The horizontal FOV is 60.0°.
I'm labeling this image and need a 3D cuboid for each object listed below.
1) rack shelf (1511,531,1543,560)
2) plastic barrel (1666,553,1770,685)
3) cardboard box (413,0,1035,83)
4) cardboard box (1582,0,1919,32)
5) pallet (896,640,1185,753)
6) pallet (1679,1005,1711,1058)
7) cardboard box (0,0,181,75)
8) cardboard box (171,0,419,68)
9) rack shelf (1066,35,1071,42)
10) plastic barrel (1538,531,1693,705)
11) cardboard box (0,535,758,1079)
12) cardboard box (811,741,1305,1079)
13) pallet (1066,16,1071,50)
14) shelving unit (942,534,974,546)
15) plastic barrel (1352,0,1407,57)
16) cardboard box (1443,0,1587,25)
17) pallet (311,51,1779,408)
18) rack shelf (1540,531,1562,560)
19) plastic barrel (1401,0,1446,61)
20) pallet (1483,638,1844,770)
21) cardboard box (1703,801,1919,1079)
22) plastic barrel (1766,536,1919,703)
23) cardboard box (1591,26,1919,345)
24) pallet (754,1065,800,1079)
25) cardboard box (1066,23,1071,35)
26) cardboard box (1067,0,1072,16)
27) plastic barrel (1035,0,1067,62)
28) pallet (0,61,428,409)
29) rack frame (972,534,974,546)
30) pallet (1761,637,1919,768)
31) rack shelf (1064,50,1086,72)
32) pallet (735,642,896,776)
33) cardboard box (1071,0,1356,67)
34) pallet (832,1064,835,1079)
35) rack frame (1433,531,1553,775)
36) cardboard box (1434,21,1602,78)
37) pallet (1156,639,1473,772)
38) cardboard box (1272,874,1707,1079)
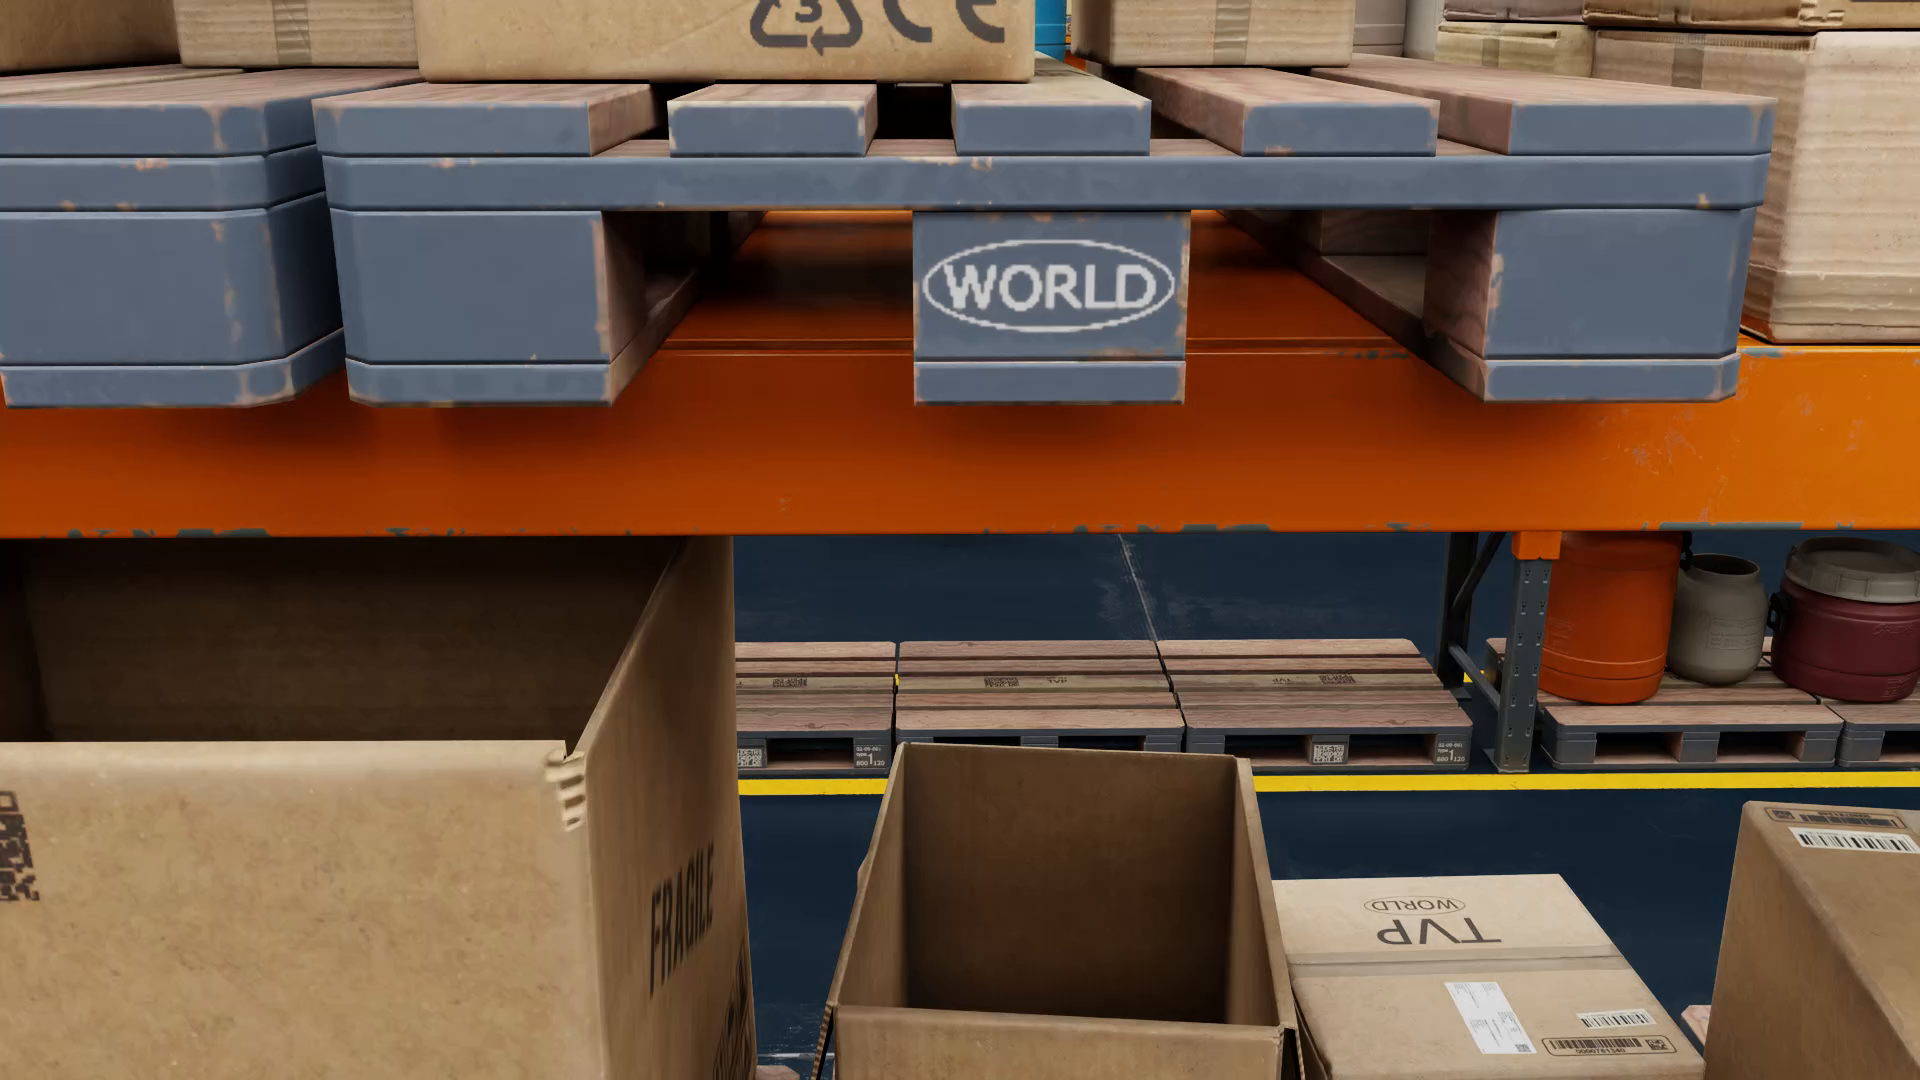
[{"bbox_3d":[0.318,-0.244,7.075,4.000,0.370,1.077,0,18,-1],"label":"rack shelf"},{"bbox_3d":[3.370,0.351,7.428,0.421,0.512,0.421,0,18,0],"label":"plastic barrel"},{"bbox_3d":[-0.190,-0.718,1.609,0.637,0.503,0.797,0,18,1],"label":"cardboard box"},{"bbox_3d":[0.915,-0.715,1.474,0.500,0.500,0.500,0,18,0],"label":"cardboard box"},{"bbox_3d":[0.326,0.729,7.431,1.213,0.211,1.003,0,18,-1],"label":"pallet"},{"bbox_3d":[1.685,1.044,2.197,1.003,0.211,1.213,0,18,-1],"label":"pallet"},{"bbox_3d":[-1.132,-0.714,1.594,0.637,0.503,0.797,-1,18,-4],"label":"cardboard box"},{"bbox_3d":[-0.665,-0.664,1.827,0.258,0.266,0.396,0,18,1],"label":"cardboard box"},{"bbox_3d":[0.162,-4.698,16.049,4.000,0.370,1.077,0,18,-1],"label":"rack shelf"},{"bbox_3d":[2.807,0.230,7.286,0.708,0.830,0.600,0,18,-1],"label":"plastic barrel"},{"bbox_3d":[-0.807,0.489,1.942,1.000,1.000,1.000,0,18,0],"label":"cardboard box"},{"bbox_3d":[0.128,0.650,2.254,0.637,0.503,0.797,2,18,5],"label":"cardboard box"},{"bbox_3d":[0.448,-3.411,11.167,1.213,0.211,1.003,1,18,2],"label":"pallet"},{"bbox_3d":[-0.014,-0.571,9.864,0.189,1.200,0.258,0,18,-1],"label":"shelving unit"},{"bbox_3d":[1.493,-2.325,6.655,0.600,0.901,0.600,0,18,0],"label":"plastic barrel"},{"bbox_3d":[0.912,-0.868,1.949,0.500,0.500,0.500,-1,18,-2],"label":"cardboard box"},{"bbox_3d":[0.052,-0.379,1.716,1.003,0.211,1.213,0,18,-1],"label":"pallet"},{"bbox_3d":[4.317,-0.263,7.135,4.000,0.370,1.077,0,18,-1],"label":"rack shelf"},{"bbox_3d":[2.002,-2.170,6.807,0.421,0.512,0.421,0,18,0],"label":"plastic barrel"},{"bbox_3d":[3.105,0.715,7.473,1.213,0.211,1.003,0,18,-1],"label":"pallet"},{"bbox_3d":[1.300,0.717,2.050,0.500,0.500,0.700,2,18,7],"label":"cardboard box"},{"bbox_3d":[3.936,0.339,7.340,0.708,0.588,0.600,0,18,-1],"label":"plastic barrel"},{"bbox_3d":[0.926,-0.355,1.578,0.500,0.250,0.500,0,18,1],"label":"cardboard box"},{"bbox_3d":[-0.837,1.068,2.122,1.213,0.211,1.003,0,18,-1],"label":"pallet"},{"bbox_3d":[0.864,-5.131,16.019,0.637,0.503,0.797,2,18,7],"label":"cardboard box"},{"bbox_3d":[0.694,-3.639,11.129,0.500,0.250,0.500,-1,18,-2],"label":"cardboard box"},{"bbox_3d":[0.131,-2.319,6.634,0.708,0.901,0.600,0,18,-1],"label":"plastic barrel"},{"bbox_3d":[-0.985,-0.373,1.698,1.003,0.211,1.213,0,18,-1],"label":"pallet"},{"bbox_3d":[0.077,-0.572,9.865,0.006,1.200,0.240,0,18,-1],"label":"rack frame"},{"bbox_3d":[4.322,0.710,7.488,1.213,0.211,1.003,0,18,-1],"label":"pallet"},{"bbox_3d":[0.243,-3.185,11.333,4.000,0.370,1.077,0,18,-1],"label":"rack shelf"},{"bbox_3d":[-0.897,0.735,7.410,1.213,0.211,1.003,0,18,-1],"label":"pallet"},{"bbox_3d":[0.270,-0.621,1.856,0.250,0.166,0.380,-1,18,-2],"label":"cardboard box"},{"bbox_3d":[0.417,1.030,2.240,1.213,0.211,1.003,0,18,-1],"label":"pallet"},{"bbox_3d":[2.318,-0.596,6.995,0.127,3.000,1.000,0,18,-1],"label":"rack frame"},{"bbox_3d":[0.895,-0.508,2.055,0.500,0.250,0.500,0,18,0],"label":"cardboard box"},{"bbox_3d":[1.542,0.724,7.447,1.213,0.211,1.003,0,18,-1],"label":"pallet"},{"bbox_3d":[0.716,0.726,2.432,0.500,0.250,0.500,-1,18,-2],"label":"cardboard box"}]
